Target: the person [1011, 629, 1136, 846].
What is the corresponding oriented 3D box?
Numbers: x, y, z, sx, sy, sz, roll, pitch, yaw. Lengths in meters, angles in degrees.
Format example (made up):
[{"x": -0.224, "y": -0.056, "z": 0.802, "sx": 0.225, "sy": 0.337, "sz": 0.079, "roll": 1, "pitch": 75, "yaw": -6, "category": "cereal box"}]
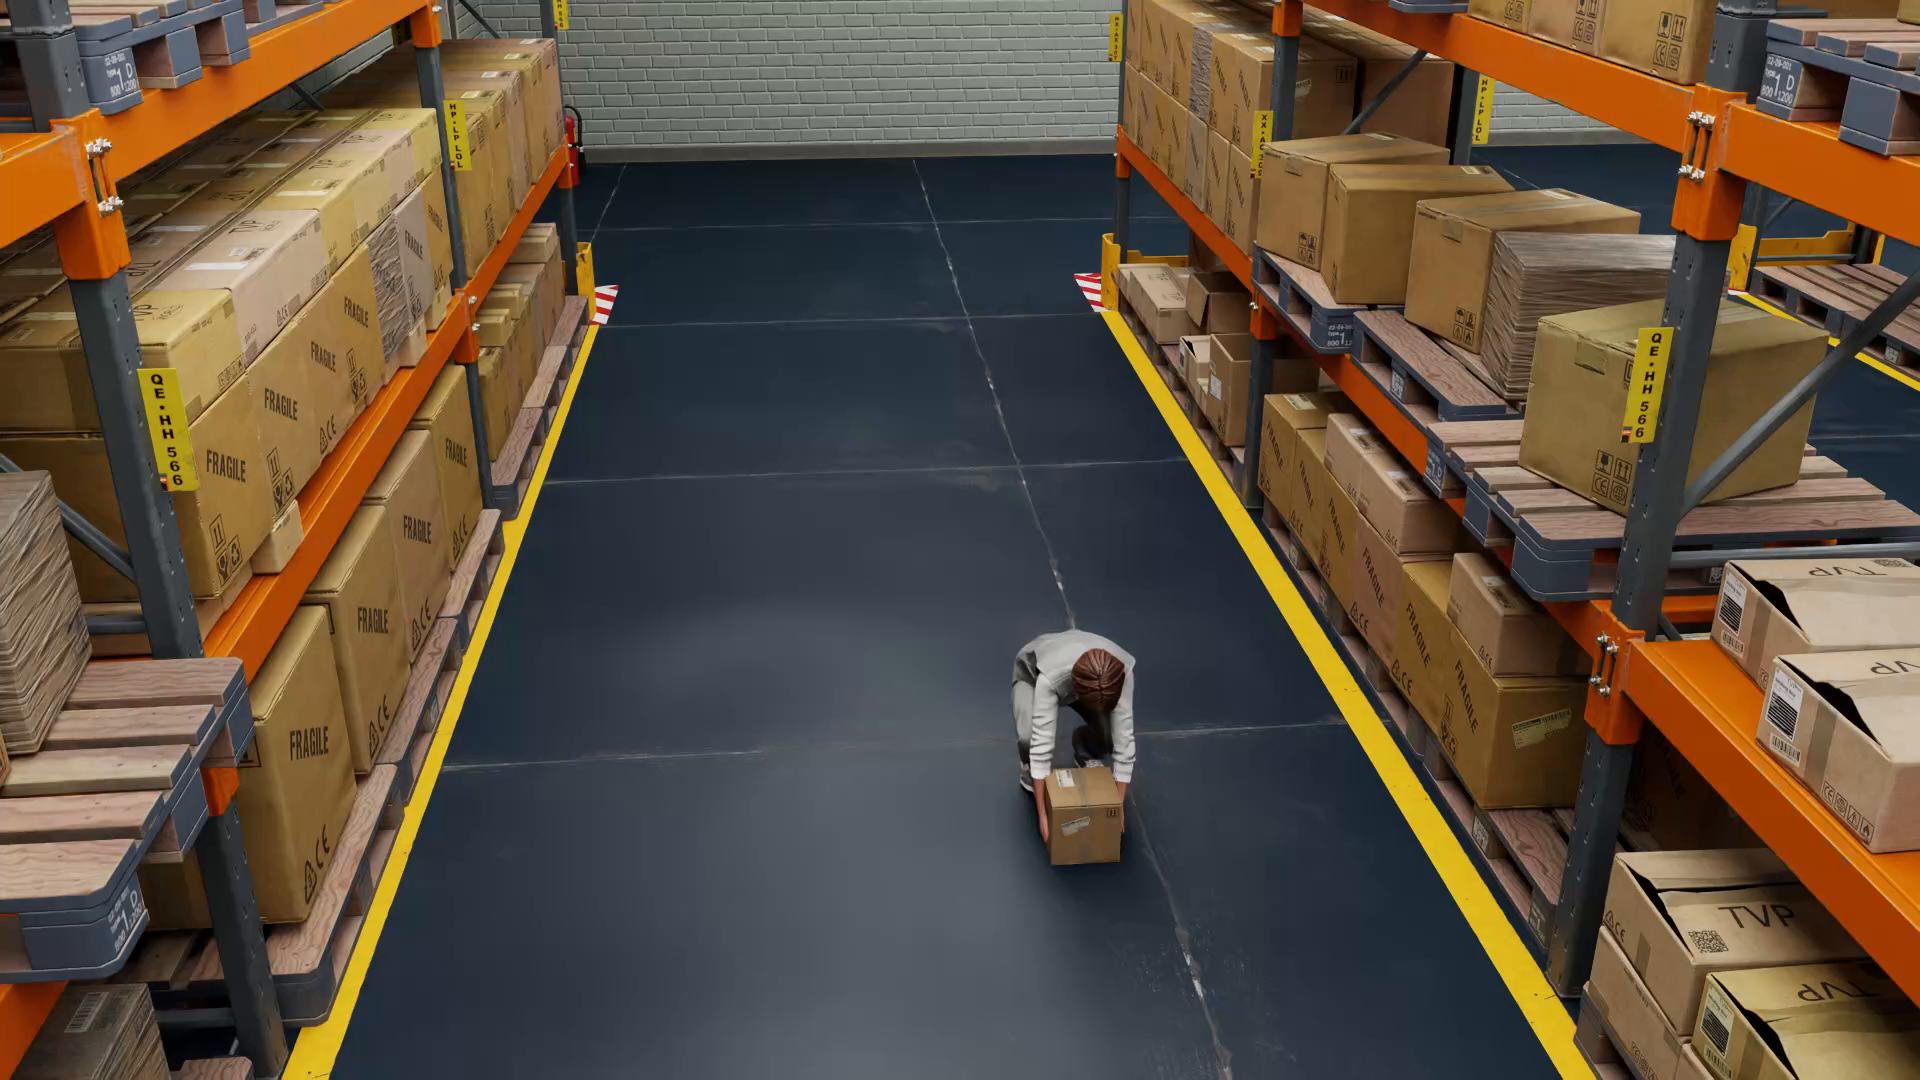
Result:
[{"x": 0.418, "y": 0.641, "z": 6.234, "sx": 0.437, "sy": 0.747, "sz": 0.806, "roll": -2, "pitch": 24, "yaw": -5, "category": "person"}]
